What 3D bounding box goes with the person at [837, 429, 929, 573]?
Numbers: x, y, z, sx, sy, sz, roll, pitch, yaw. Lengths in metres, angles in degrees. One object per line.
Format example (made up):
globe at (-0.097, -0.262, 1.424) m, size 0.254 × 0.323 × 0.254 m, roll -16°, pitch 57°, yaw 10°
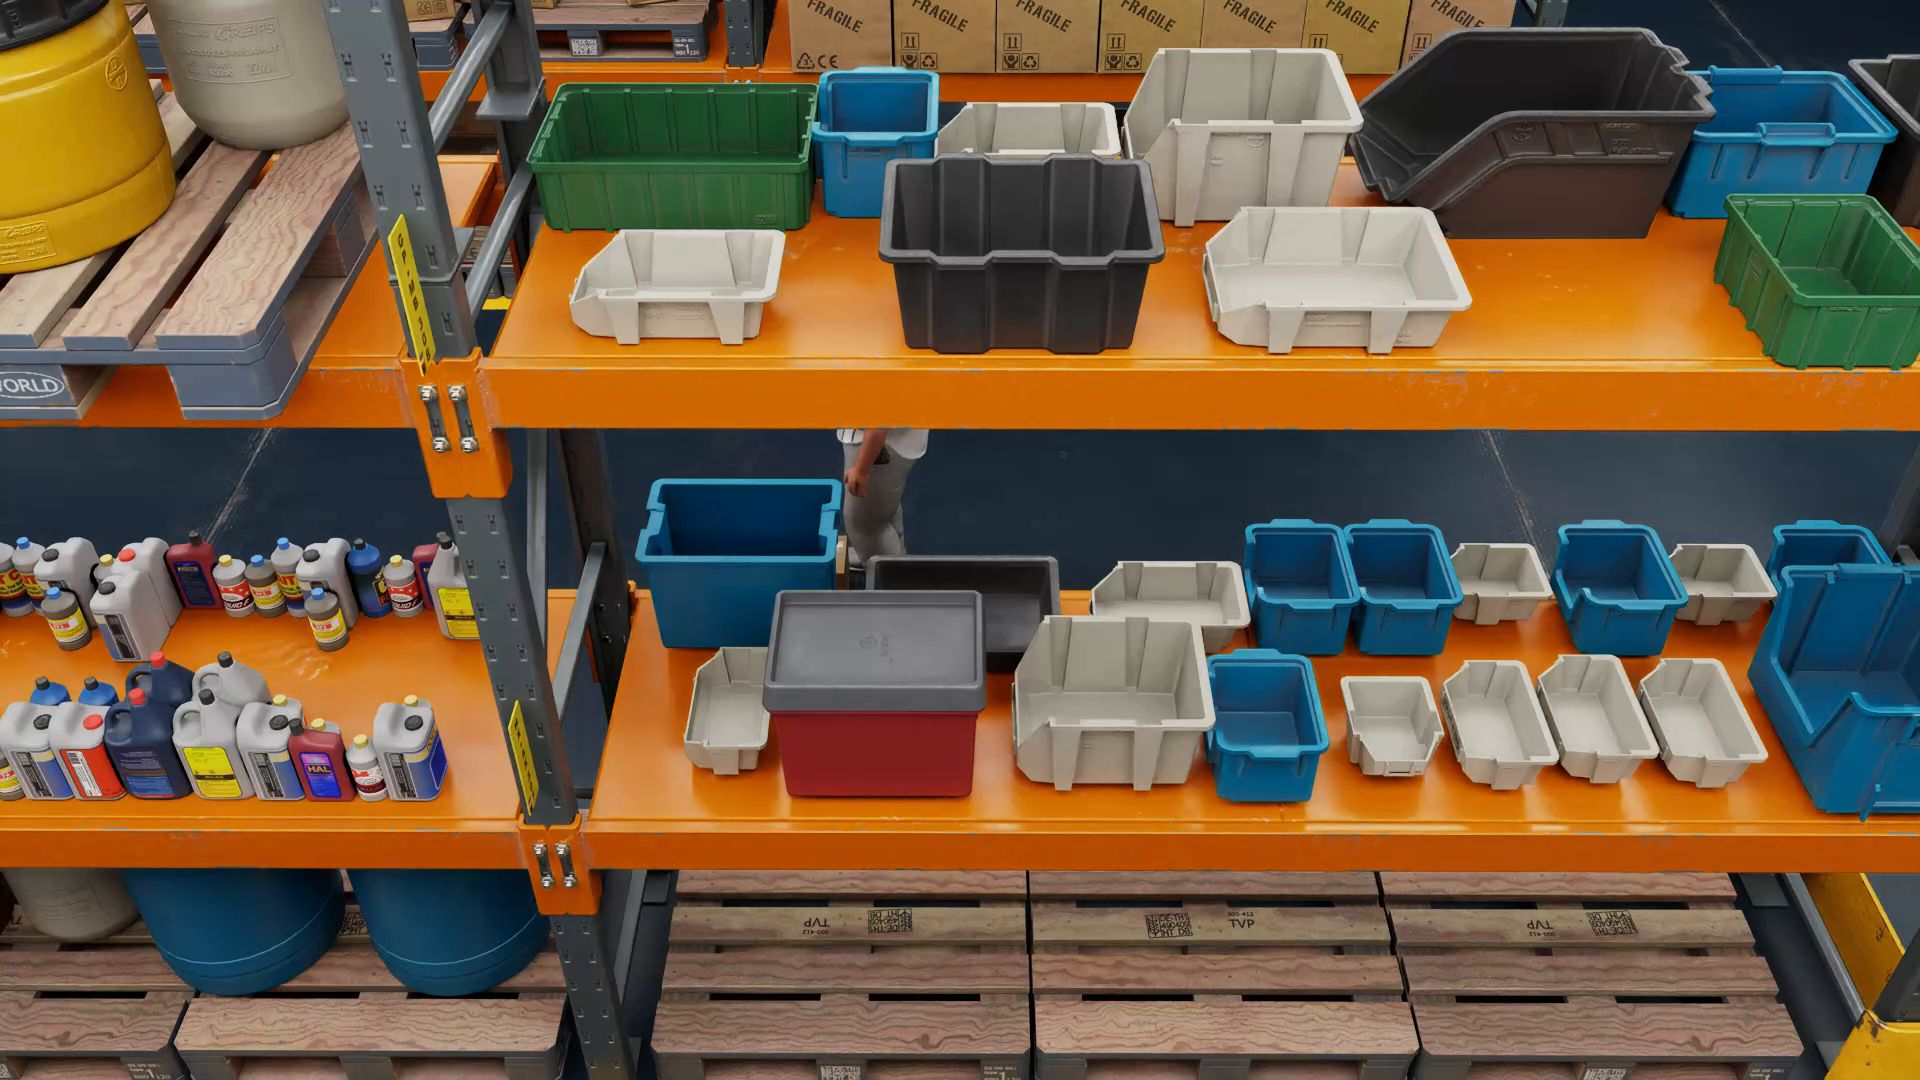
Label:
person at (-0.337, -0.431, 6.674) m, size 0.434 × 1.749 × 0.585 m, roll 0°, pitch 39°, yaw 0°
